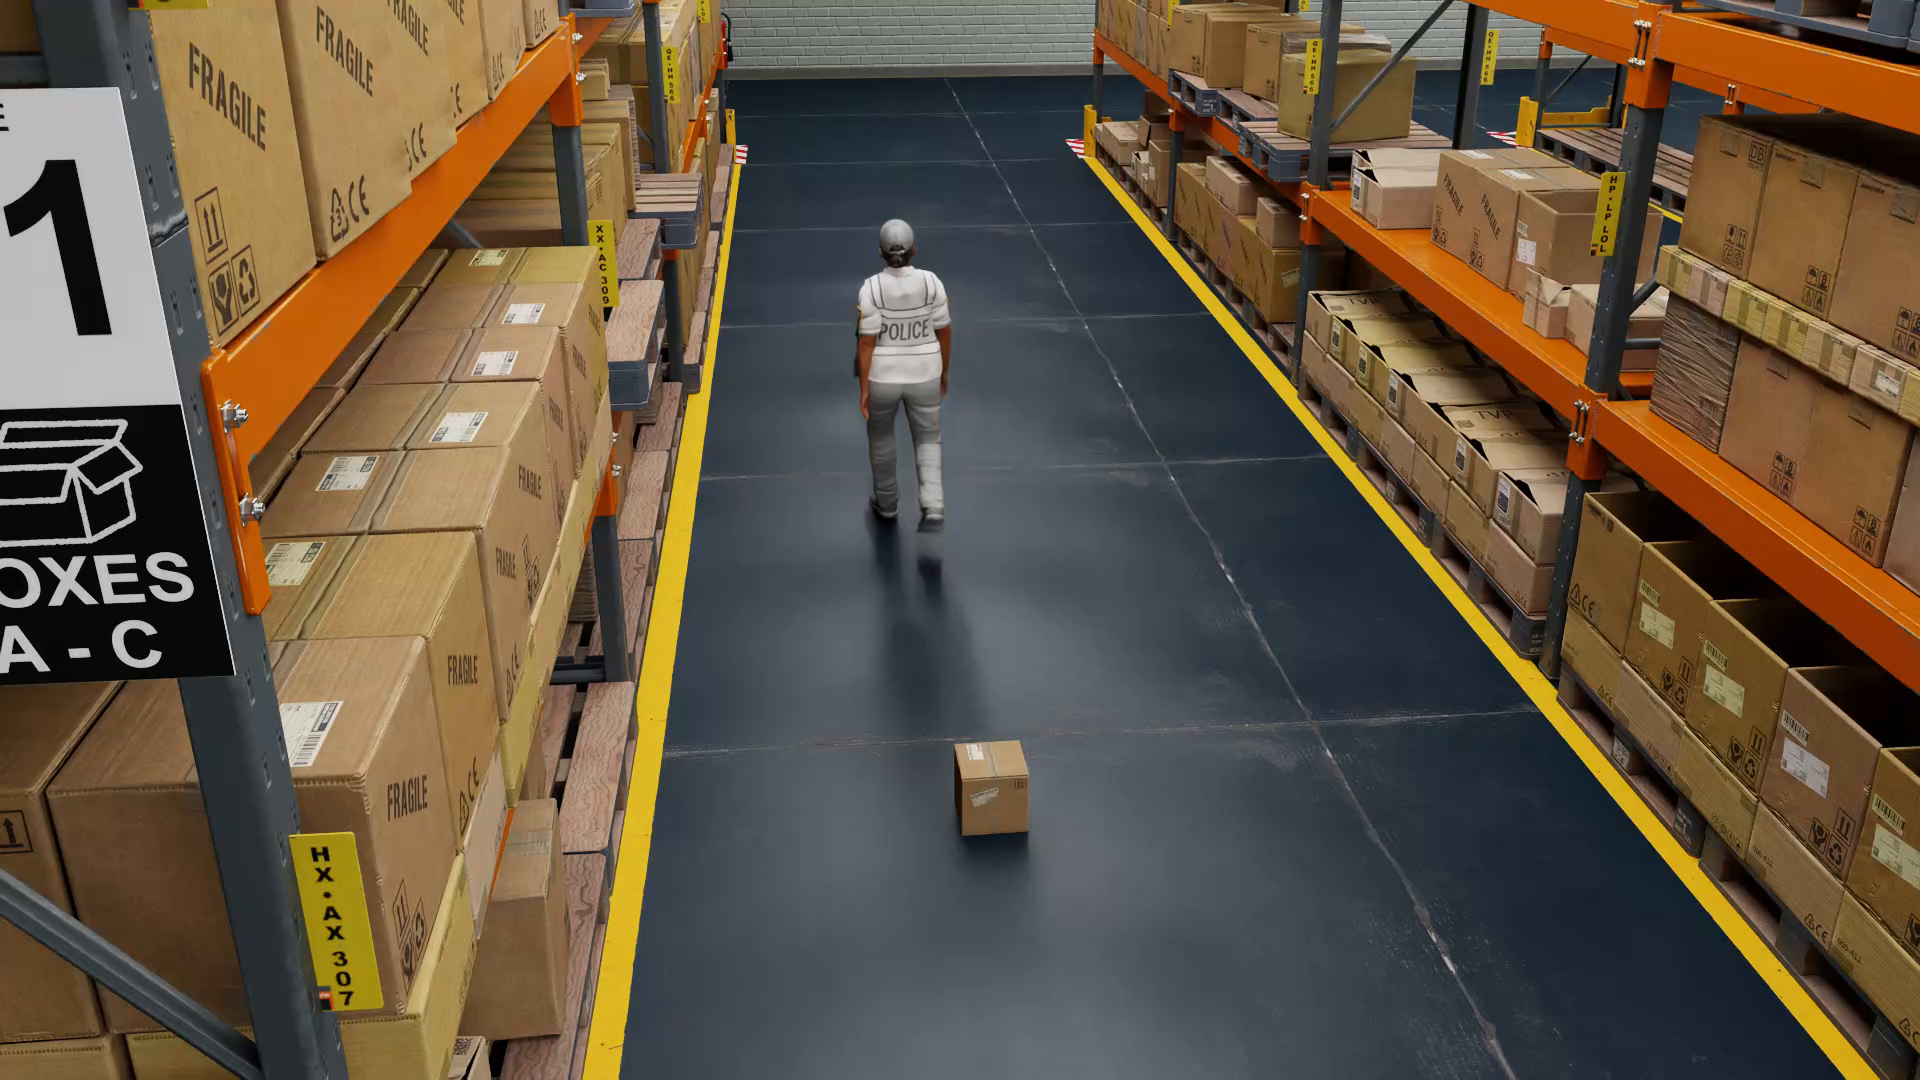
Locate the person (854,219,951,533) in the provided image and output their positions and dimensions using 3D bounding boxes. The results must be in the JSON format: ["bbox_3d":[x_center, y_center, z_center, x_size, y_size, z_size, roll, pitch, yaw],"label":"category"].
[{"bbox_3d":[-0.285,-0.812,8.410,0.497,1.625,0.863,-4,24,-9],"label":"person"}]
